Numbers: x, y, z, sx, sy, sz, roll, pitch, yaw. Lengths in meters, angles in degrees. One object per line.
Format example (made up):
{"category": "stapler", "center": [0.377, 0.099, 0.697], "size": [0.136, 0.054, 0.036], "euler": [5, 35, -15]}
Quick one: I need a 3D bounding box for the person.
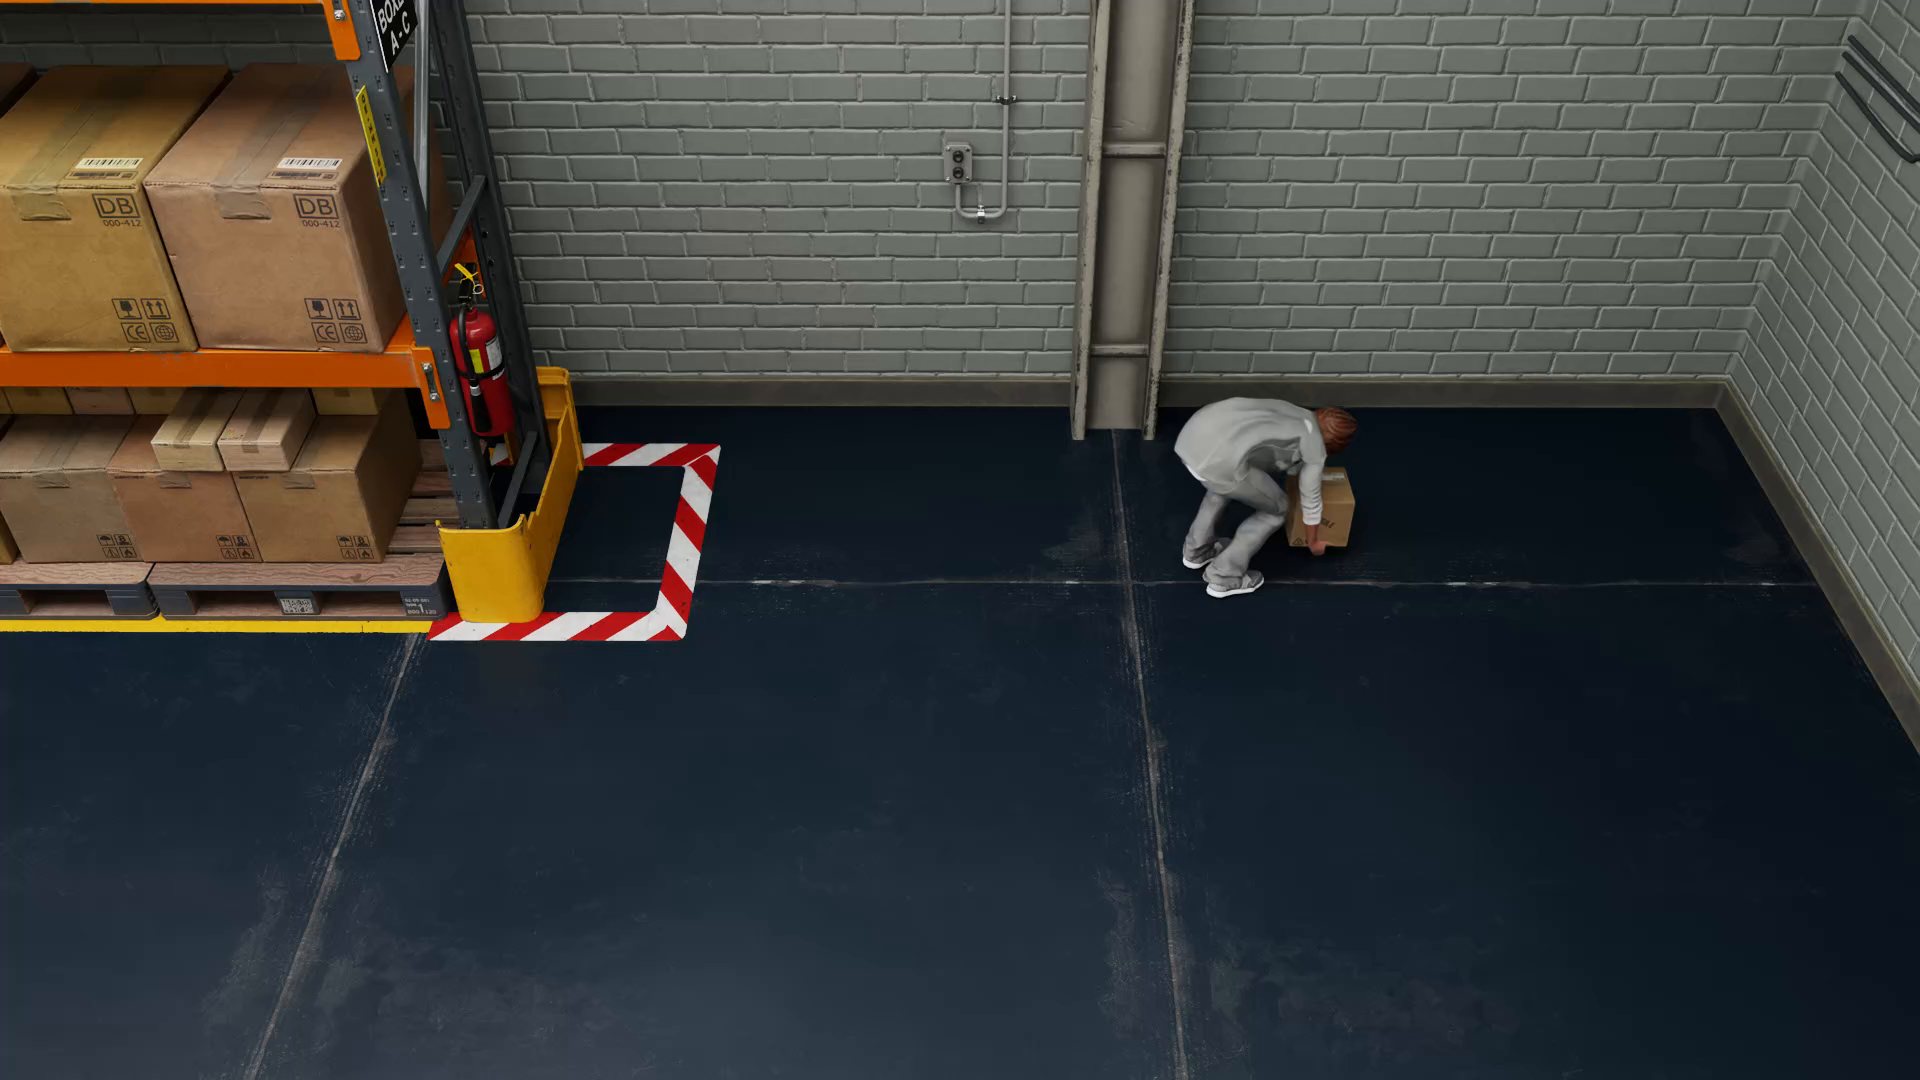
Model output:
{"category": "person", "center": [1.233, -0.438, 6.797], "size": [0.637, 1.456, 0.377], "euler": [-18, 43, -20]}
